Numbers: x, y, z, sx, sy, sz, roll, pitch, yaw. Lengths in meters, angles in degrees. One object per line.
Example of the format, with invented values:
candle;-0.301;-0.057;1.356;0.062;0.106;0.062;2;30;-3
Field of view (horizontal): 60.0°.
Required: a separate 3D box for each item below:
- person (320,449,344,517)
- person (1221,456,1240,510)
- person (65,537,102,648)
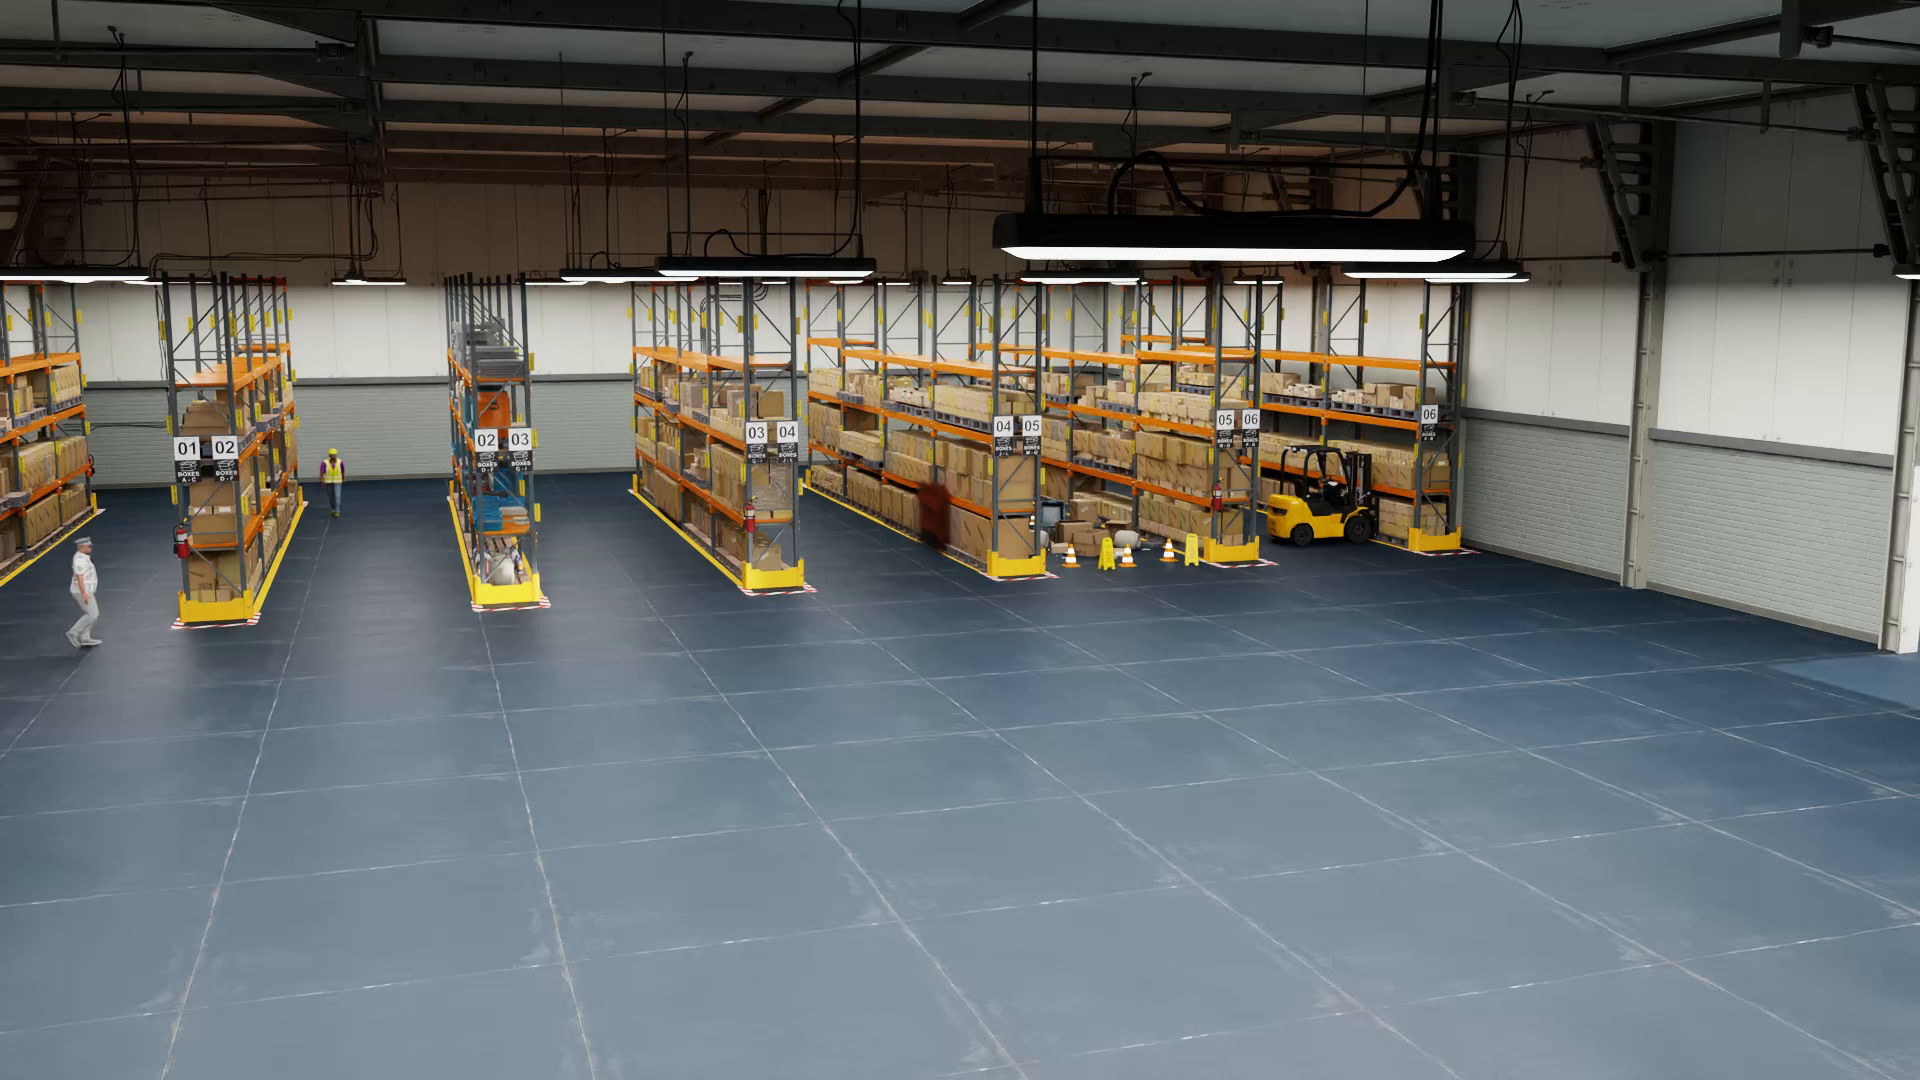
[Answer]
person;-15.798;-1.447;41.850;0.559;1.702;1.077;-2;9;-15
person;6.524;-1.118;39.633;0.616;1.804;0.469;-7;11;-38
person;-14.089;0.835;26.634;0.502;1.753;0.569;-4;9;-25
